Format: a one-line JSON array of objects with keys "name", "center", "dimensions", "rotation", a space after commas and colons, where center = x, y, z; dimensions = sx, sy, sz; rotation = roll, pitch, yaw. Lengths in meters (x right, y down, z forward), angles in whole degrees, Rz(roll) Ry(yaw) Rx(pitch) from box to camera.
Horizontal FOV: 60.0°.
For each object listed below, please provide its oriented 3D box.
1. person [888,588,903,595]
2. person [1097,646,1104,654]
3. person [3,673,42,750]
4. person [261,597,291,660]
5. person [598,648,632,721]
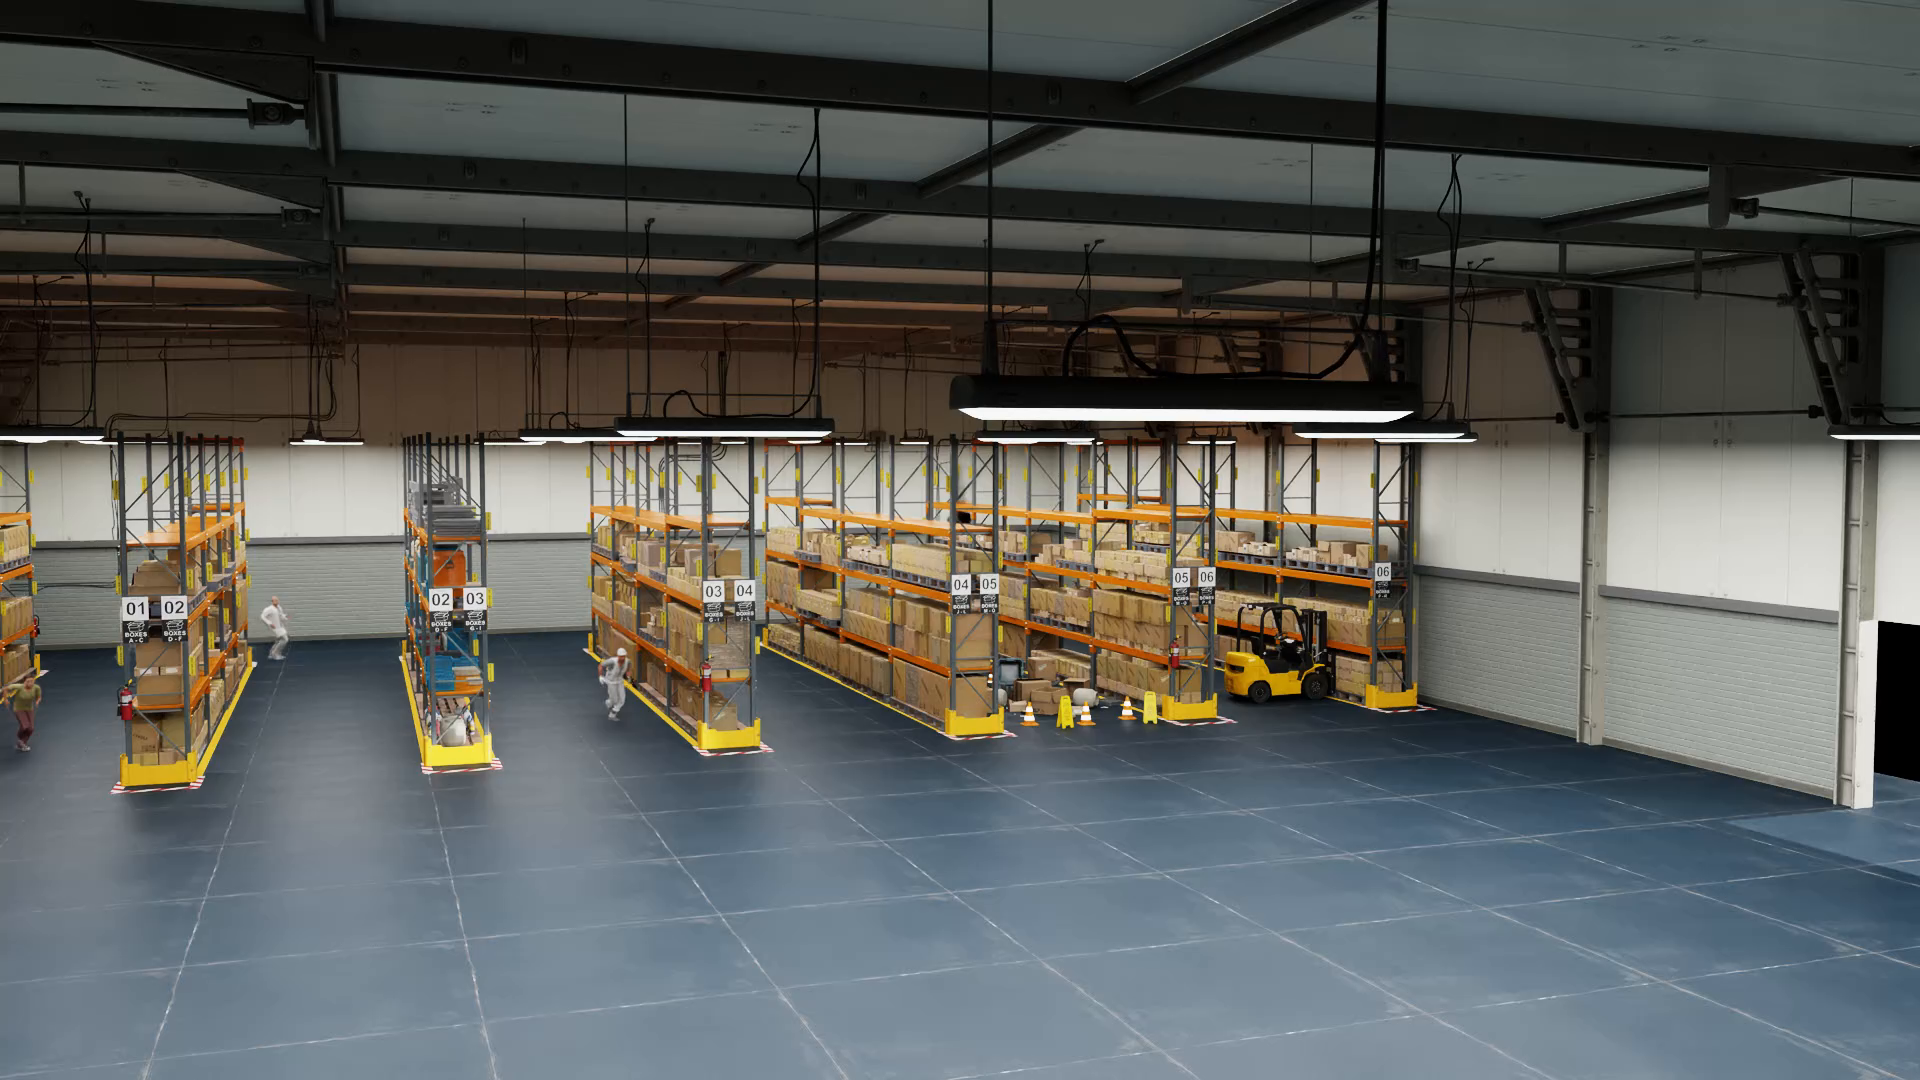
[{"name": "person", "center": [-1.828, 2.022, 46.334], "dimensions": [0.631, 1.866, 0.804], "rotation": [-2, 4, -30]}, {"name": "person", "center": [3.823, 2.429, 43.361], "dimensions": [0.693, 1.796, 0.888], "rotation": [-1, 3, -20]}, {"name": "person", "center": [-17.611, 3.240, 31.258], "dimensions": [0.811, 1.503, 0.606], "rotation": [3, 4, 41]}, {"name": "person", "center": [-18.372, 2.390, 44.725], "dimensions": [0.706, 1.755, 0.714], "rotation": [0, 3, 0]}, {"name": "person", "center": [-7.208, 3.017, 34.698], "dimensions": [0.685, 1.583, 0.899], "rotation": [-2, 4, -38]}]
